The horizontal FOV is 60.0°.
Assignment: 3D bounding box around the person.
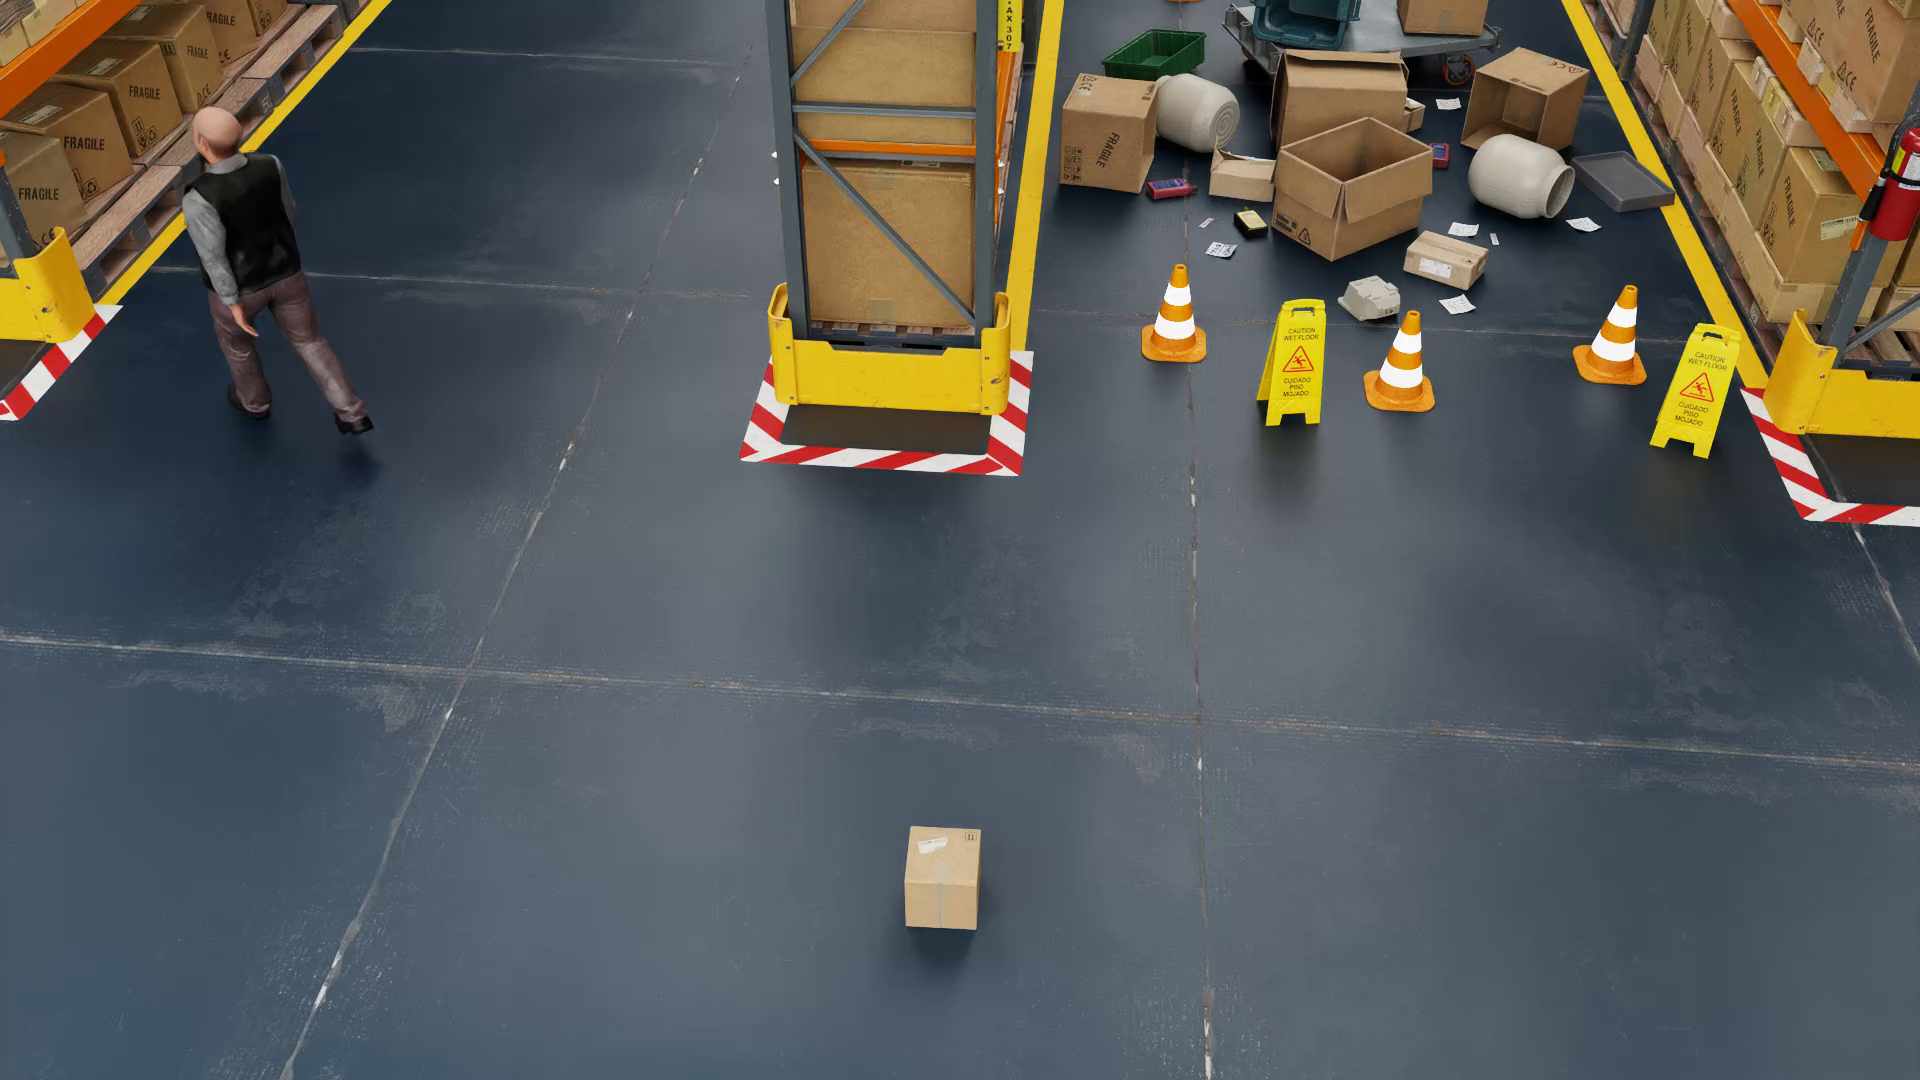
[{"bbox_3d":[-3.219,-1.207,7.629,0.971,1.678,0.536,29,48,30],"label":"person"}]
